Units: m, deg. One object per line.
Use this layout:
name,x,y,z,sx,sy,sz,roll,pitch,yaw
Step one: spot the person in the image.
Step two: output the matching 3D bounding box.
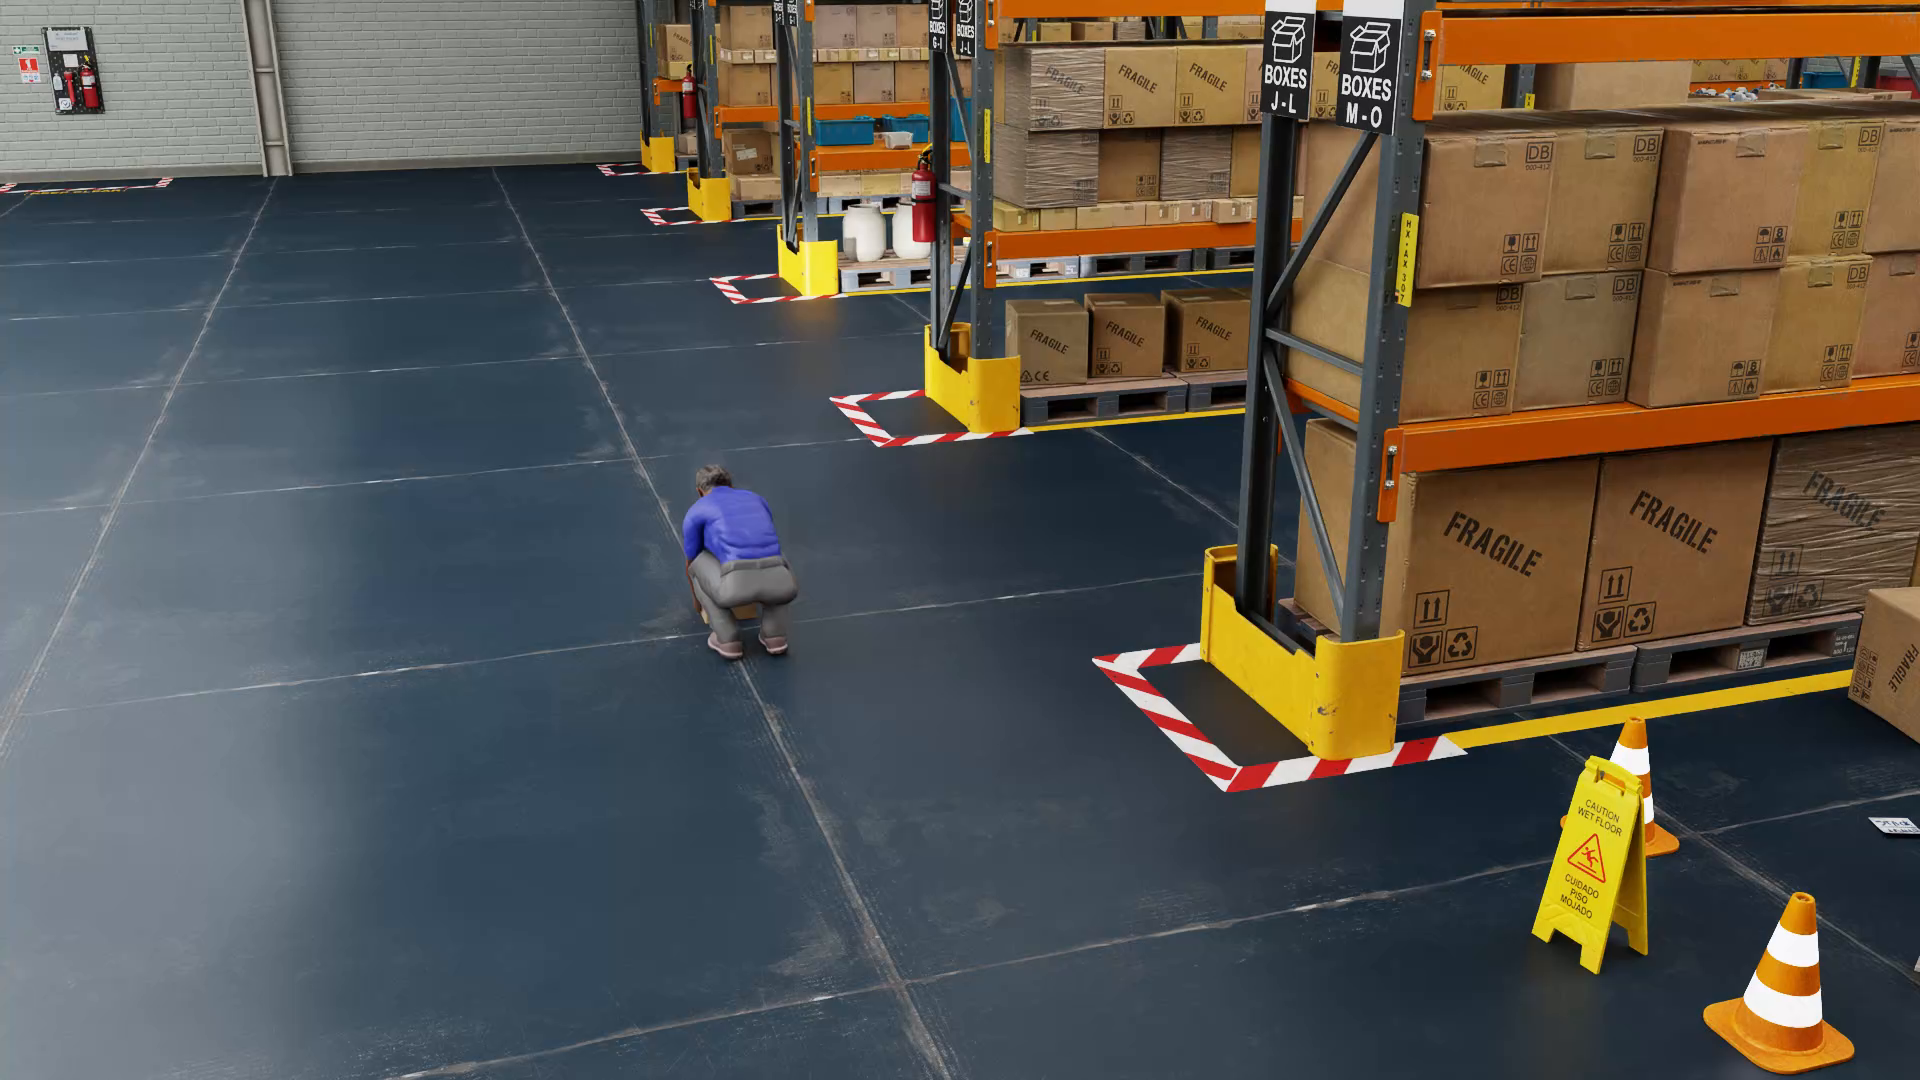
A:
person,-1.015,0.111,7.638,0.467,0.790,0.847,-6,20,-17
